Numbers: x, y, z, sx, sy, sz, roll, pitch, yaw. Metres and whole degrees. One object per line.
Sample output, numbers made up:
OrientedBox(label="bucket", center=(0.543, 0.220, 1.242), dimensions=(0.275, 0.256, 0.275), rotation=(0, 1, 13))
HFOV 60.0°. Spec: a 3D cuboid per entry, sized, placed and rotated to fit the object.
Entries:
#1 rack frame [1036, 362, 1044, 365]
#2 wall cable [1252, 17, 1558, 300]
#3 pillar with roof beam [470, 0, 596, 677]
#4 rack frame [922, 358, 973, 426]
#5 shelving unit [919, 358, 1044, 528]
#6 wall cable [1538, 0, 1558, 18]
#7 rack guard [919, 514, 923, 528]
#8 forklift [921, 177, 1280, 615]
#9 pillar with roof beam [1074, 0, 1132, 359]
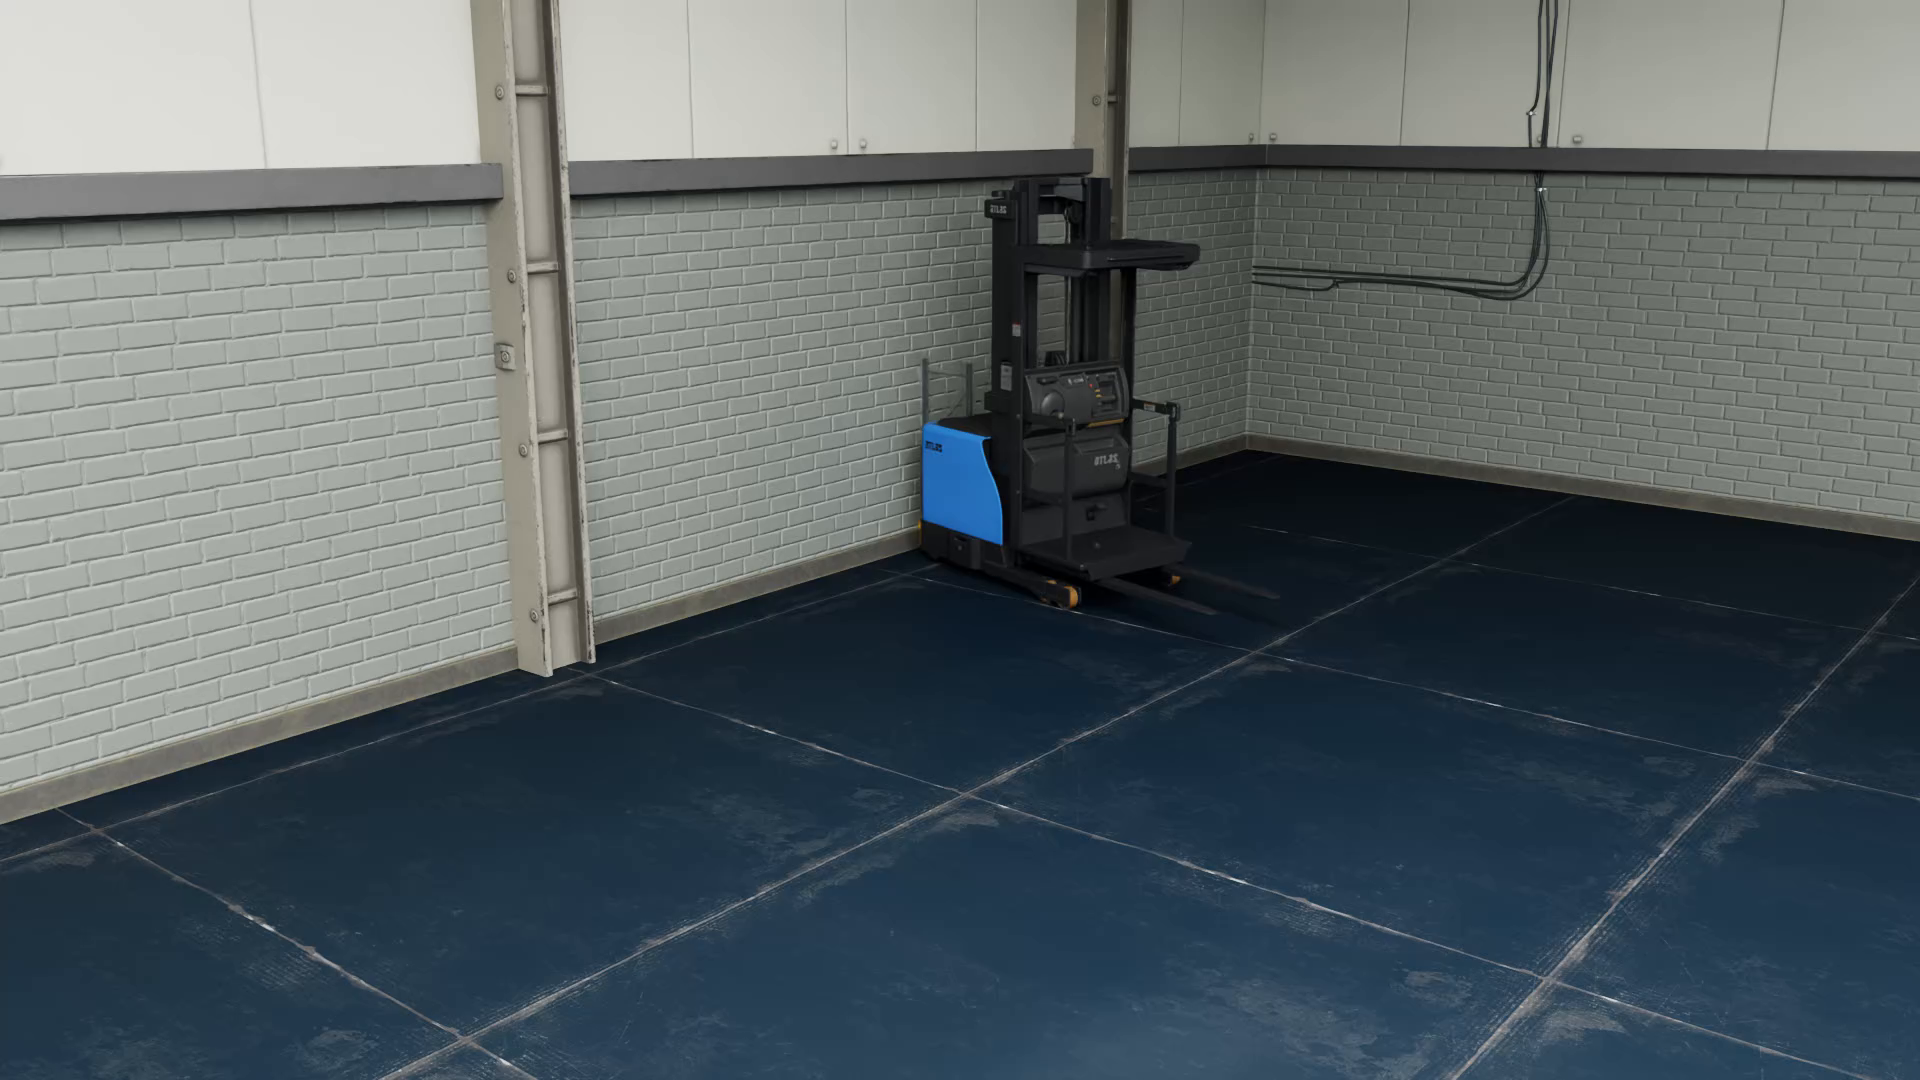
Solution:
OrientedBox(label="rack frame", center=(0.576, -0.837, 13.841), dimensions=(0.500, 1.500, 0.032), rotation=(12, 18, 40))
OrientedBox(label="wall cable", center=(4.096, -3.578, 15.738), dimensions=(3.097, 2.526, 0.112), rotation=(11, 18, 38))
OrientedBox(label="pillar with roof beam", center=(0.793, -2.908, 6.795), dimensions=(9.100, 9.000, 0.400), rotation=(11, 18, 38))
OrientedBox(label="rack frame", center=(-0.101, -0.664, 13.103), dimensions=(0.500, 1.500, 0.032), rotation=(12, 18, 40))
OrientedBox(label="shelving unit", center=(0.232, -0.749, 13.465), dimensions=(0.587, 1.500, 1.083), rotation=(12, 18, 40))
OrientedBox(label="wall cable", center=(6.200, -5.607, 13.469), dimensions=(3.097, 2.526, 0.112), rotation=(11, 18, 38))
OrientedBox(label="rack guard", center=(-0.101, -0.056, 13.247), dimensions=(0.587, 0.250, 0.087), rotation=(12, 18, 40))
OrientedBox(label="forklift", center=(0.983, -1.069, 11.880), dimensions=(1.130, 2.935, 3.031), rotation=(-11, 18, -36))
OrientedBox(label="pillar with roof beam", center=(4.564, -4.057, 11.318), dimensions=(9.100, 9.000, 0.400), rotation=(11, 18, 38))
